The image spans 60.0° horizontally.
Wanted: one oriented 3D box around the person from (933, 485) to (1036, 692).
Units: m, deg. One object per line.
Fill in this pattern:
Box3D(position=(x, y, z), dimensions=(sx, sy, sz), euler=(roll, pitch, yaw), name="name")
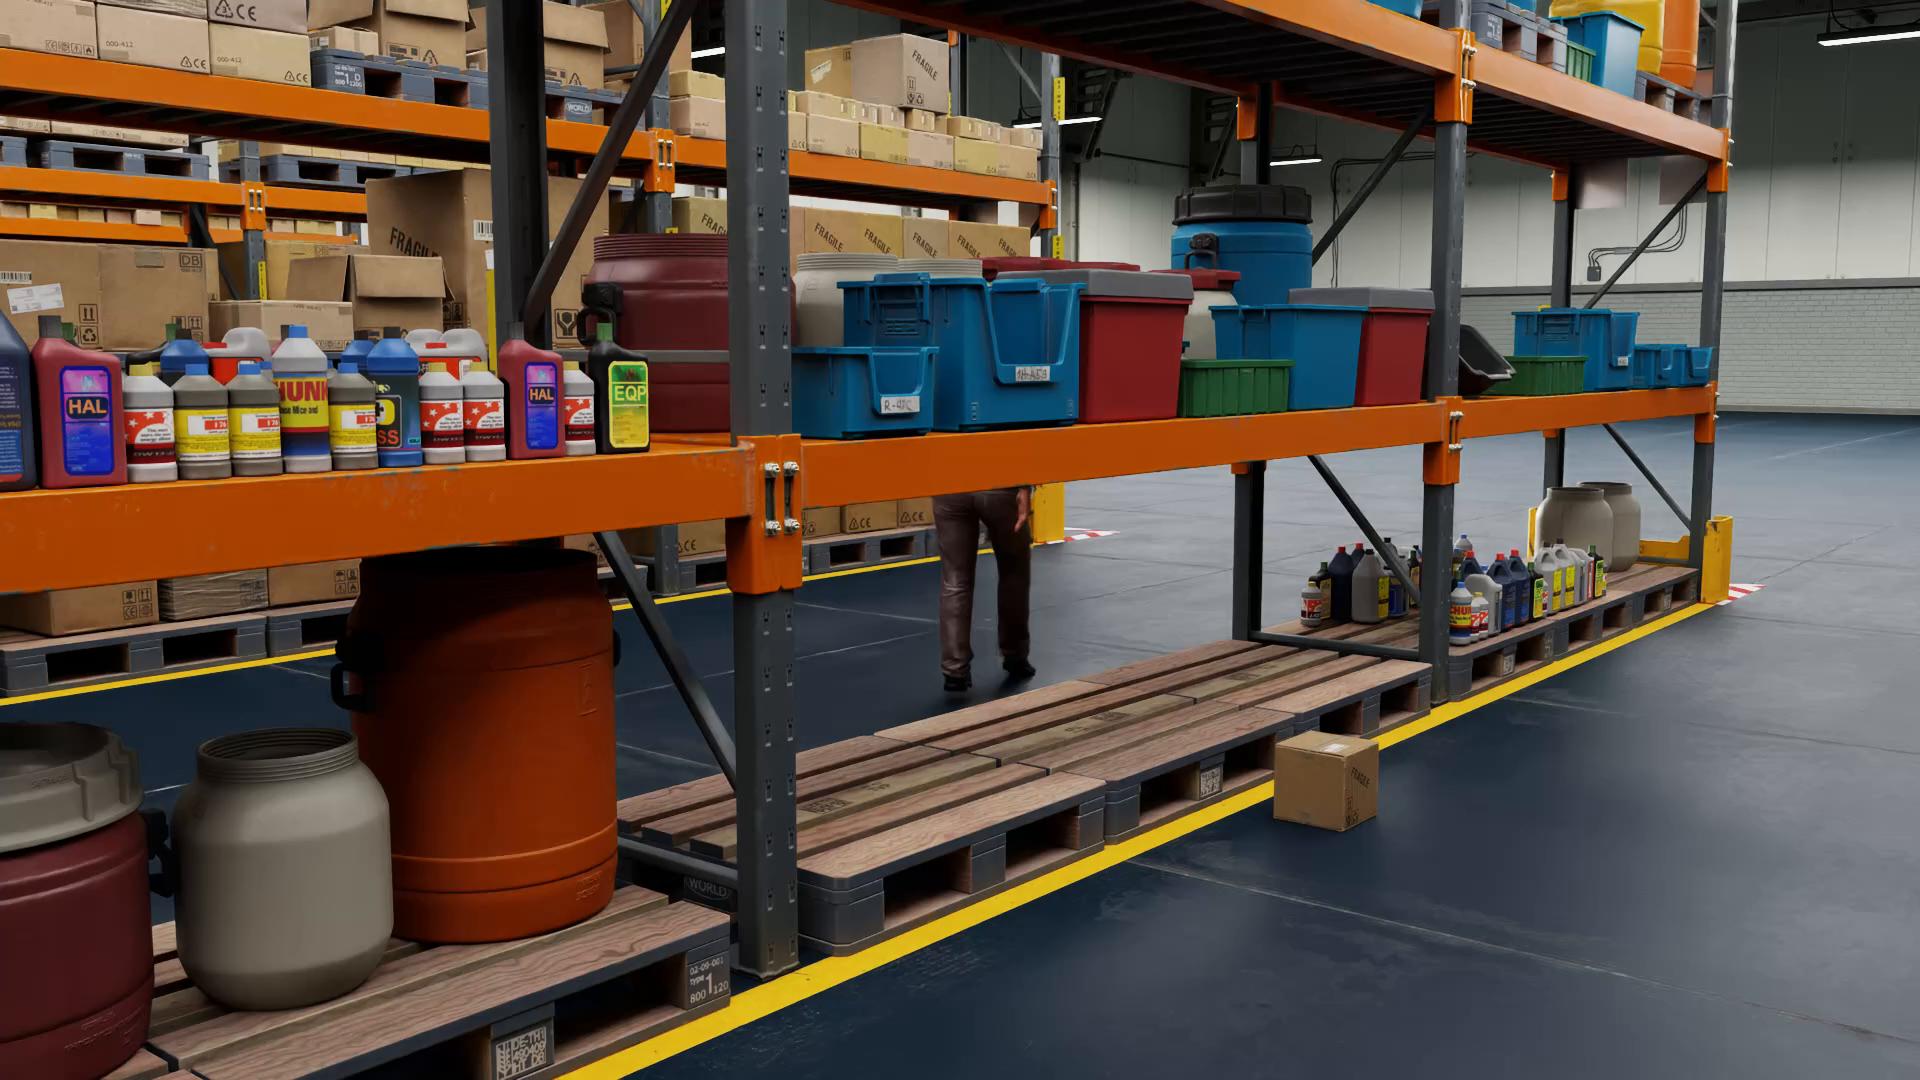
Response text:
Box3D(position=(0.099, -0.181, 7.459), dimensions=(0.567, 1.745, 0.832), euler=(1, 7, 12), name="person")
